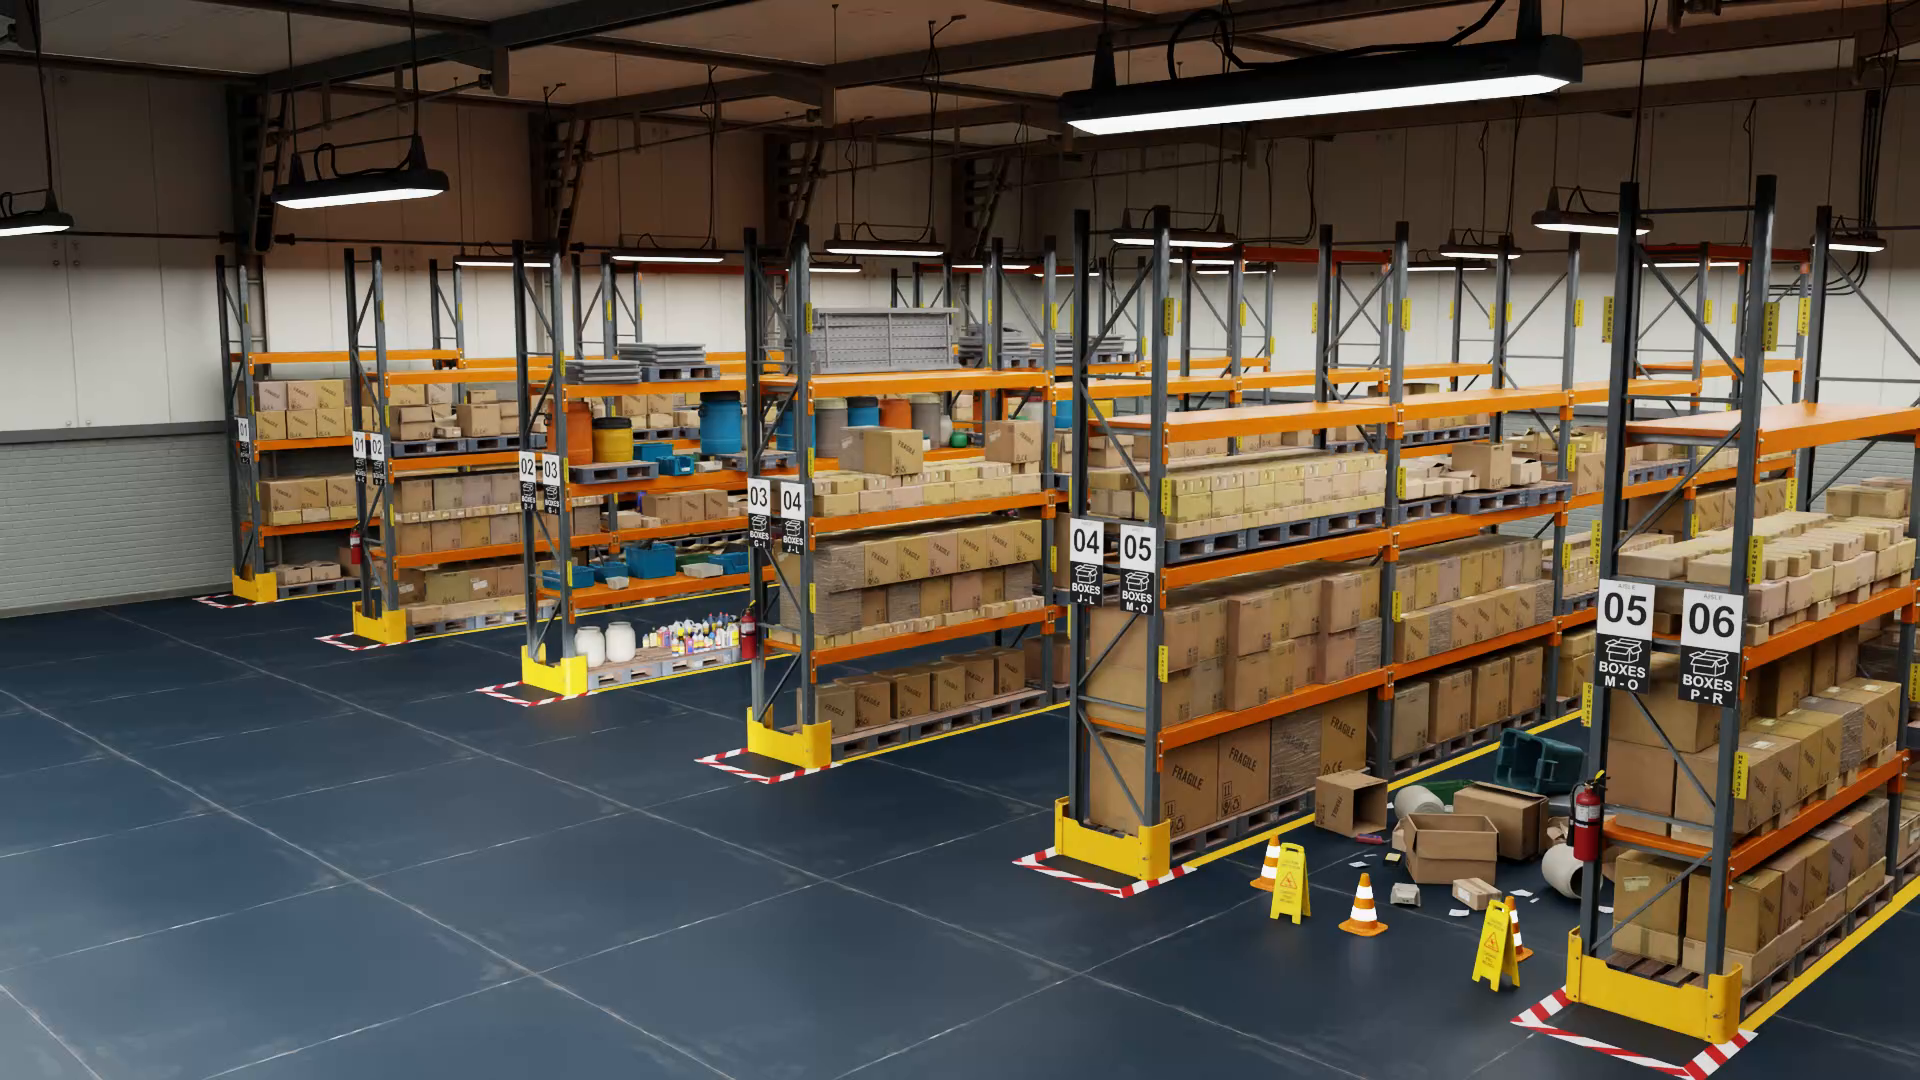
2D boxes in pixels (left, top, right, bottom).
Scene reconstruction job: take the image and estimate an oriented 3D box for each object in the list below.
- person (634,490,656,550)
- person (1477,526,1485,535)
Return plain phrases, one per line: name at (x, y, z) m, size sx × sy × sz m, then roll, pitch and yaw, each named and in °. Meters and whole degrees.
person at (-6.380, -0.384, 33.393) m, size 0.443 × 1.645 × 0.499 m, roll -4°, pitch 9°, yaw -26°
person at (8.547, 0.520, 27.040) m, size 0.448 × 1.620 × 1.033 m, roll 7°, pitch 11°, yaw 42°
